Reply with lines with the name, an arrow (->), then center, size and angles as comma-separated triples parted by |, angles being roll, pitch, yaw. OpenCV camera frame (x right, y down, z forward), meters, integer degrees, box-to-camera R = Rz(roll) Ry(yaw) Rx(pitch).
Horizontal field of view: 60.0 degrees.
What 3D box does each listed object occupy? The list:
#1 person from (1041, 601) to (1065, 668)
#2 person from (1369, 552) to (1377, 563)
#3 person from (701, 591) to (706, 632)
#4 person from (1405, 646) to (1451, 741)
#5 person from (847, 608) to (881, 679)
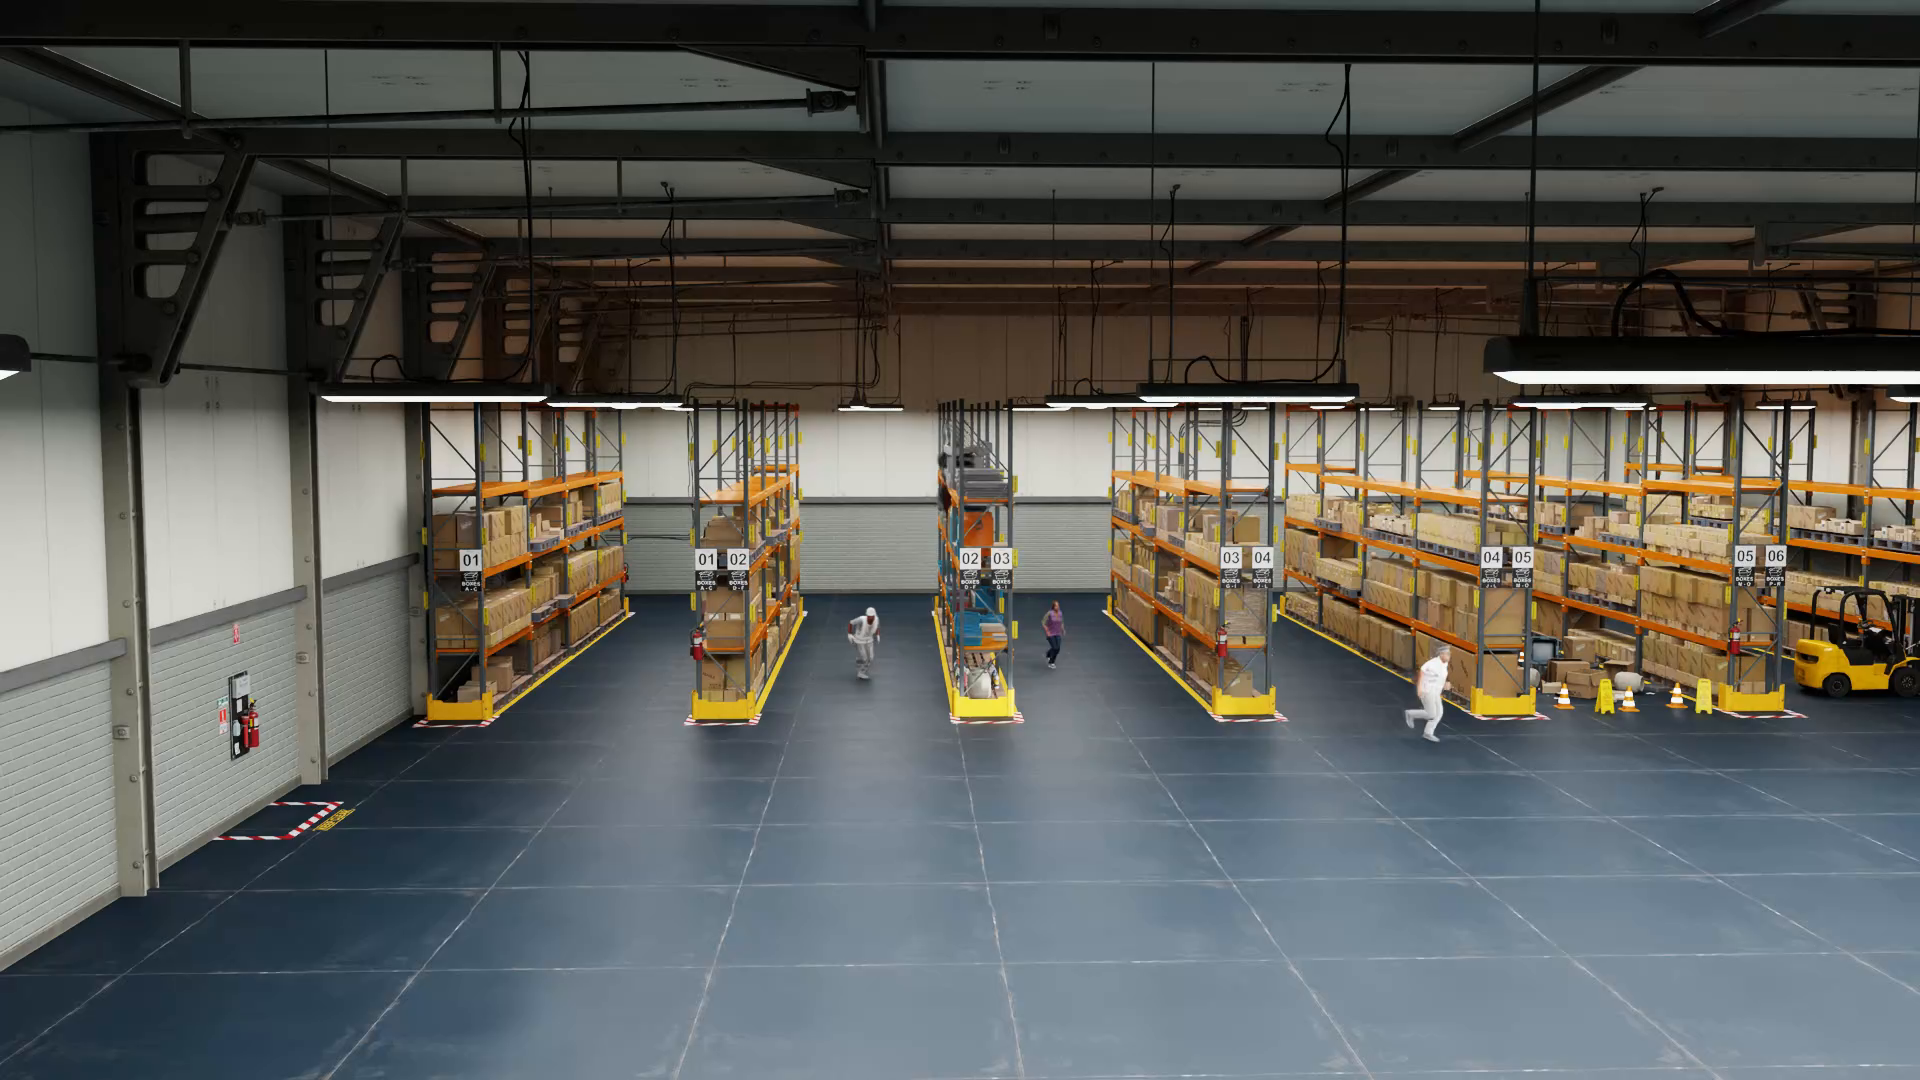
person -> 2.116, 2.128, 37.348 | 0.505, 1.530, 0.564 | -2, 5, -24
person -> 11.653, 1.266, 46.951 | 0.693, 1.840, 0.850 | -2, 5, -26
person -> -6.671, 1.597, 43.717 | 0.574, 1.639, 0.583 | 0, 4, 3
person -> 8.249, 2.678, 29.270 | 0.790, 1.709, 0.658 | 3, 5, 37
person -> -2.069, 2.222, 35.787 | 0.711, 1.583, 0.868 | -3, 5, -30
